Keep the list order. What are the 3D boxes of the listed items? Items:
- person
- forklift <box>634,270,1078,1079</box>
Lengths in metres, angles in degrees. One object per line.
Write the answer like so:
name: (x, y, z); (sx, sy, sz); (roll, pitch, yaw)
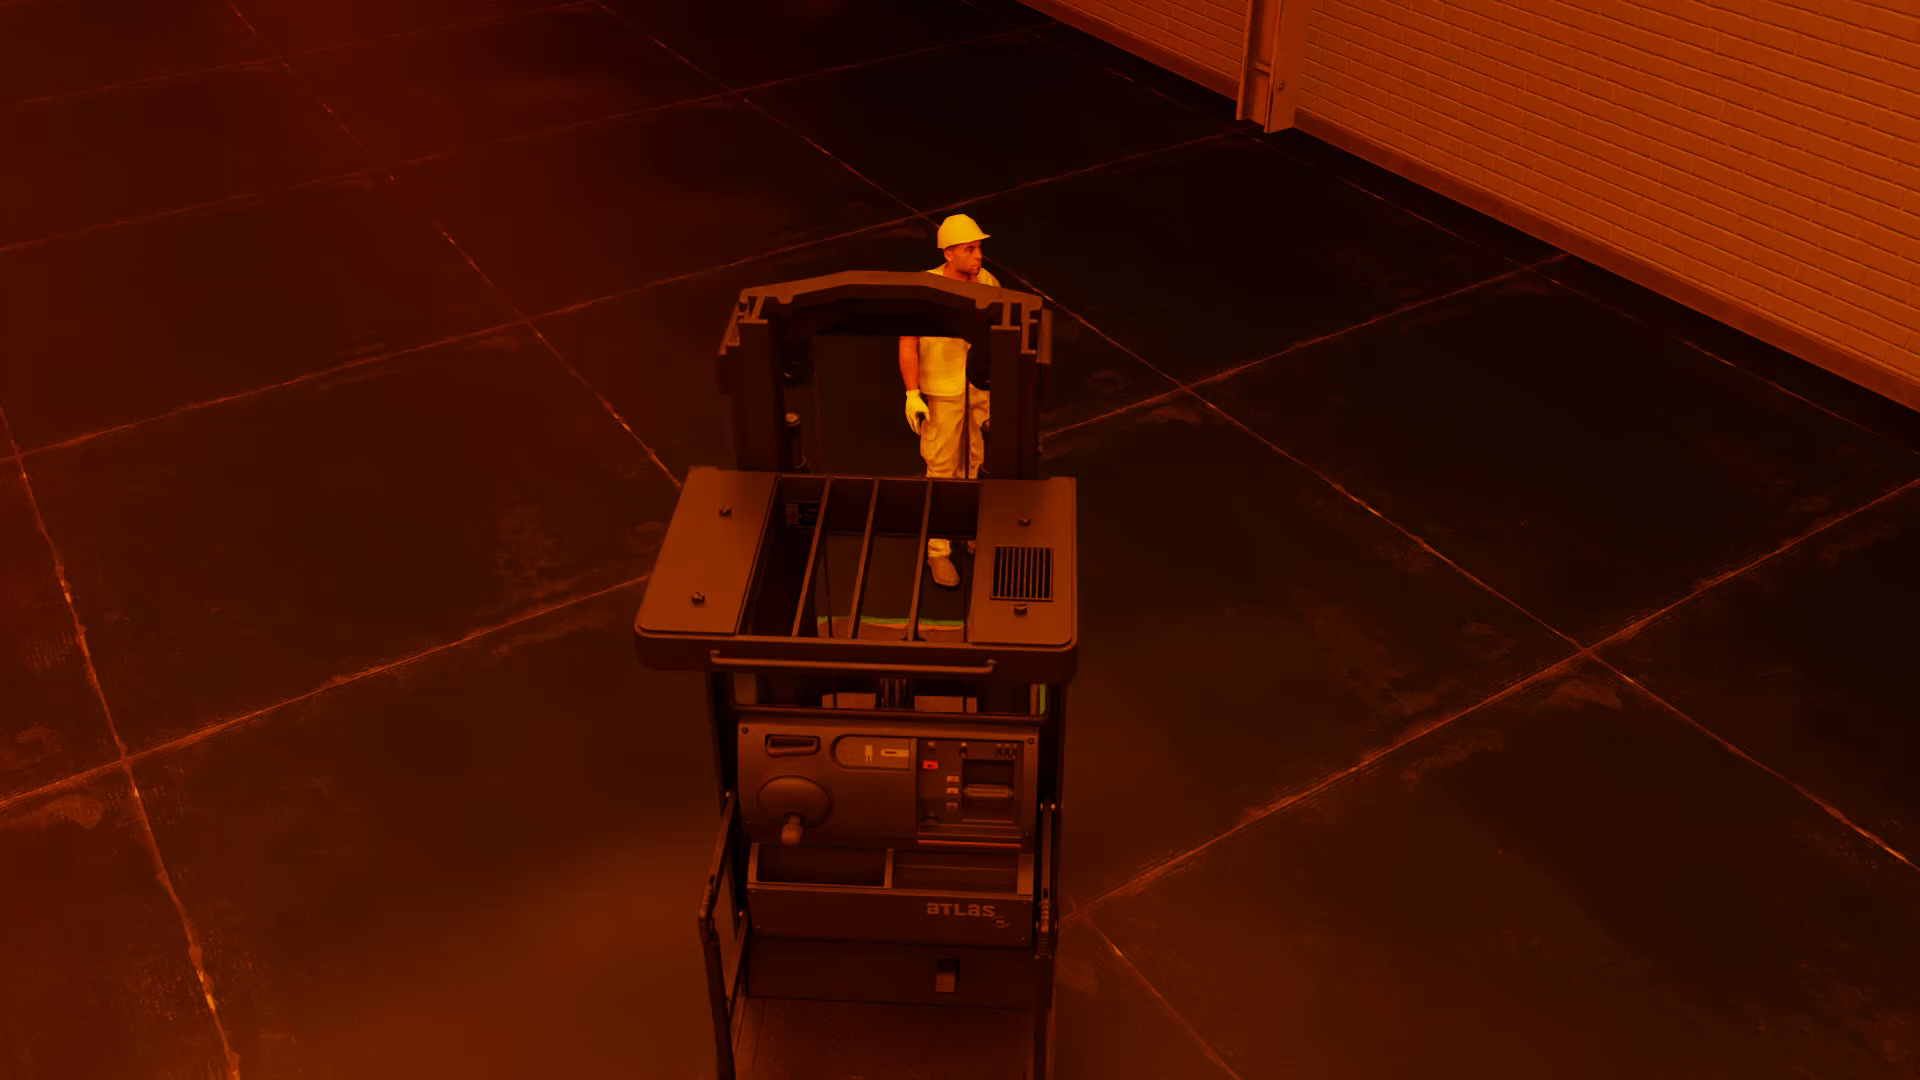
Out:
person: (0.034, -0.696, 8.119); (0.638, 1.787, 0.564); (-21, 40, -27)
forklift: (-0.234, 0.823, 4.976); (1.130, 2.935, 3.031); (2, 35, 3)
